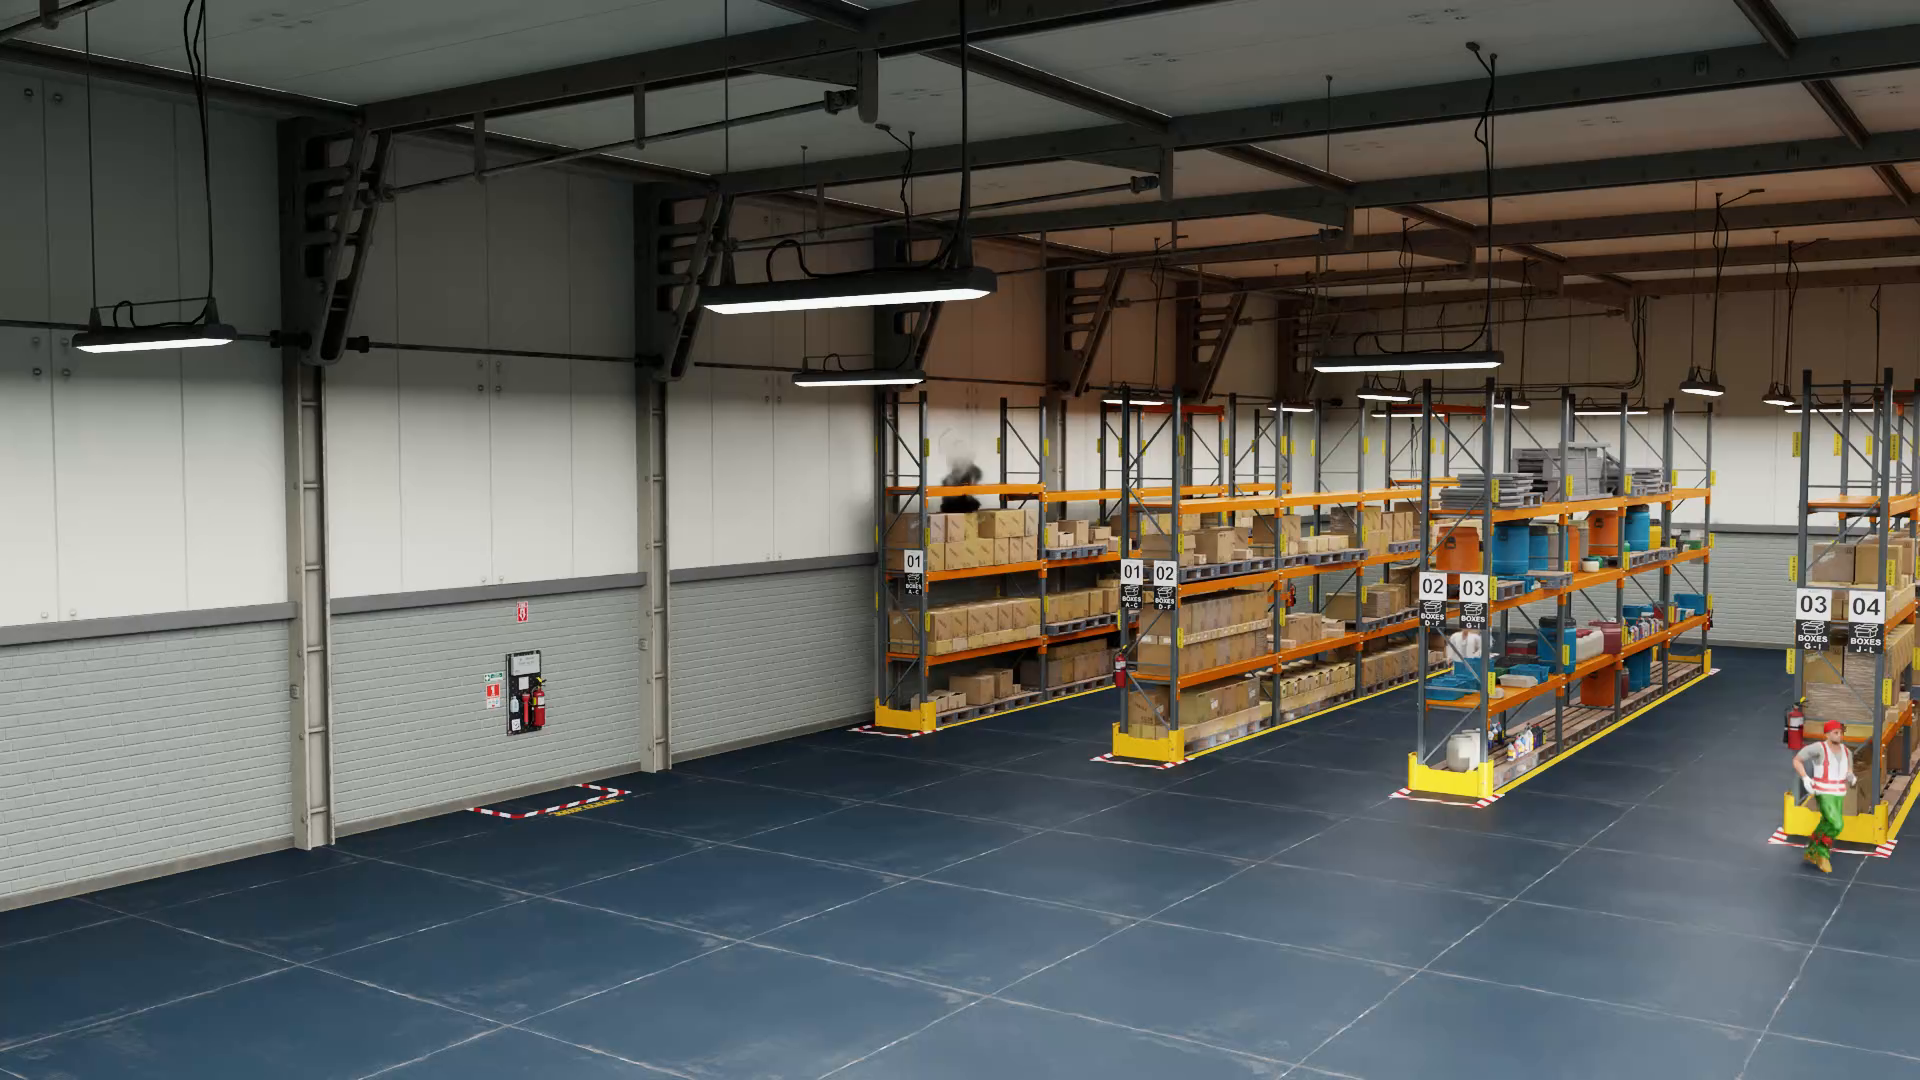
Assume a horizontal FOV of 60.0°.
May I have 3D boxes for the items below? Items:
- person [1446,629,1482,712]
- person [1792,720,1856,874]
[{"bbox_3d":[9.612,2.378,31.673,0.709,1.718,0.640,1,3,22],"label":"person"},{"bbox_3d":[10.268,3.026,19.659,0.647,1.804,0.677,-1,3,-15],"label":"person"}]
